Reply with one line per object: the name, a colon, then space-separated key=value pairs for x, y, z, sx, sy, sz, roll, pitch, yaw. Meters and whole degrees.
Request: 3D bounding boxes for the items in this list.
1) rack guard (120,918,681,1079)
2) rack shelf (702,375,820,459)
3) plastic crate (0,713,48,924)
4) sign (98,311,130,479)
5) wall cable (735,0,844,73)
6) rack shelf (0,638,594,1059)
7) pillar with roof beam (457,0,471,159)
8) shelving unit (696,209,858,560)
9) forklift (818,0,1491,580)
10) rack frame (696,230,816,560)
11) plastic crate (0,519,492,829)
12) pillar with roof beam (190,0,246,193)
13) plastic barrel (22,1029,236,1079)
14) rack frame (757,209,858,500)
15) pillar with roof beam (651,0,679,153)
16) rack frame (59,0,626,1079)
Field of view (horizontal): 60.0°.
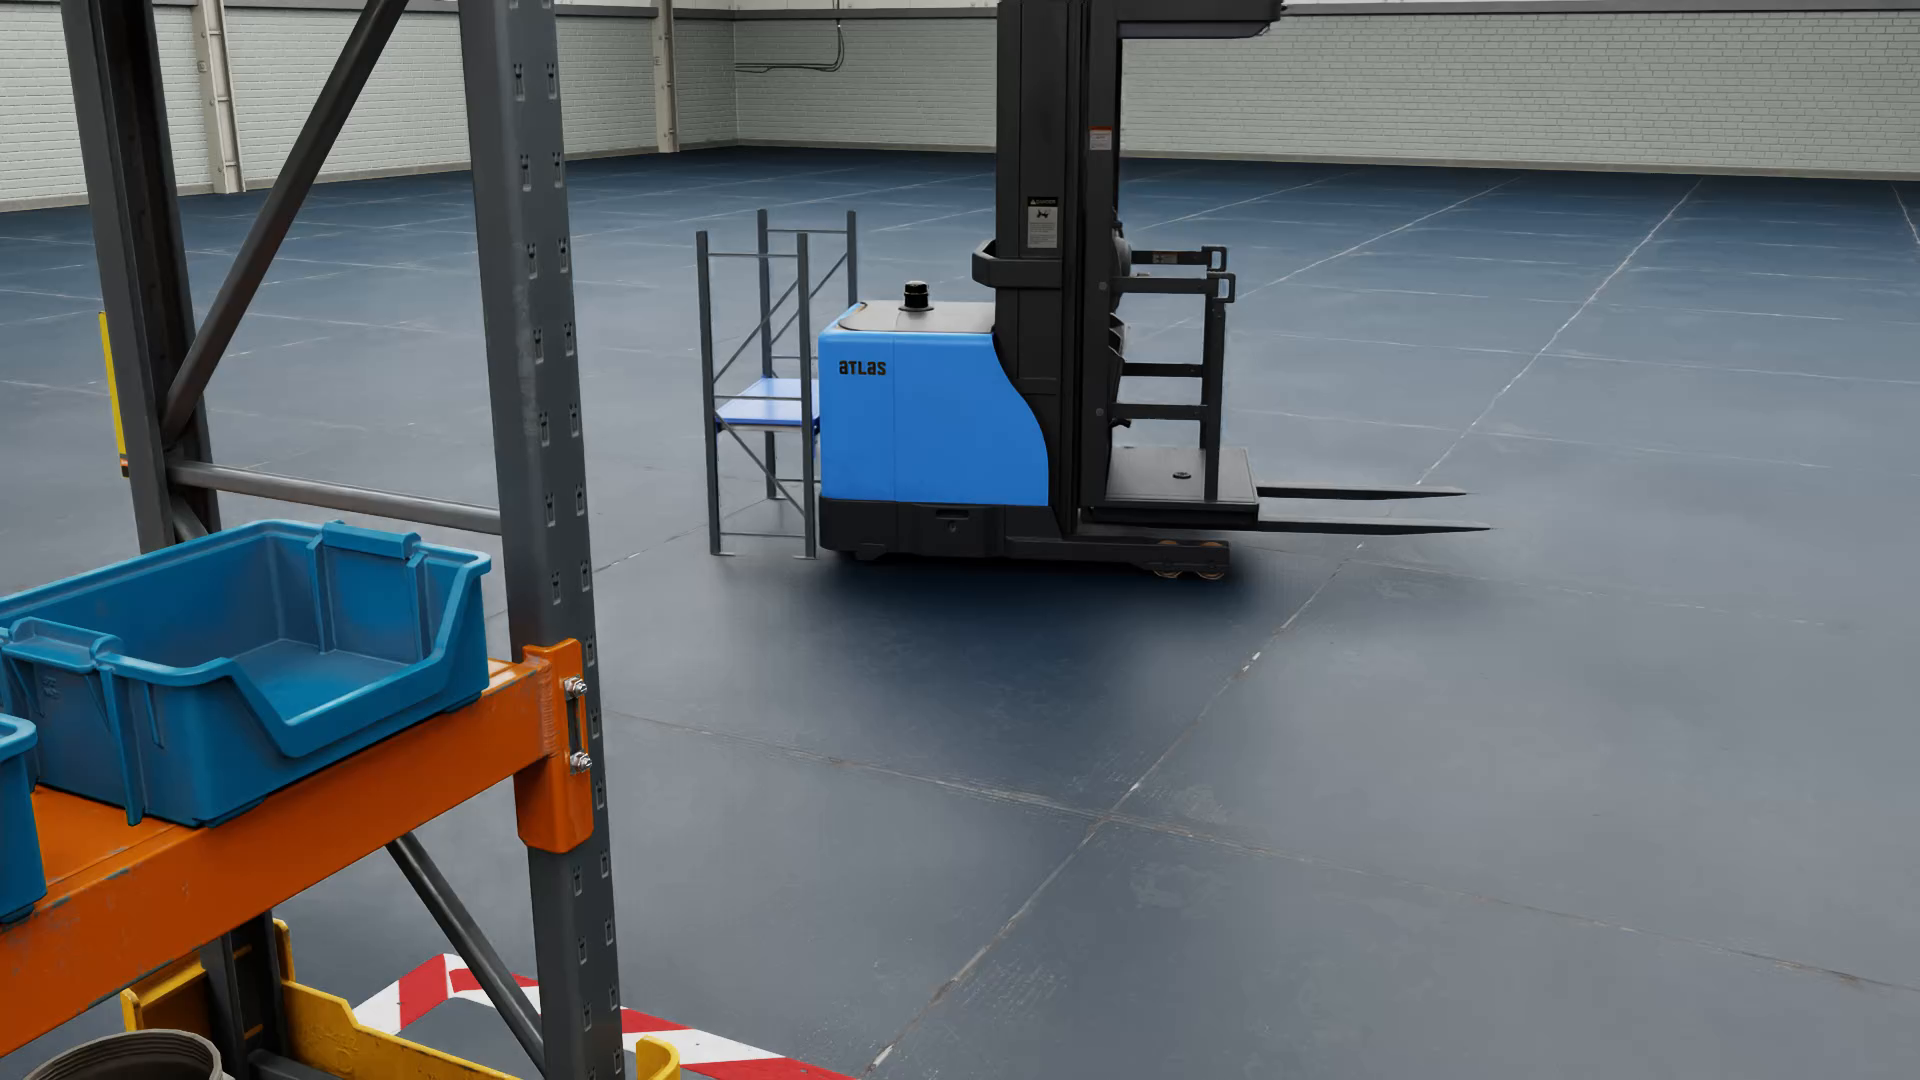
rack guard: x=-1.094 y=1.155 z=3.258 sx=1.175 sy=0.500 sz=0.348 roll=8 pitch=18 yaw=25
rack shelf: x=-0.842 y=-0.612 z=8.082 sx=0.538 sy=0.185 sz=1.000 roll=2 pitch=17 yaw=8
plastic crate: x=-1.353 y=0.333 z=1.896 sx=0.499 sy=0.251 sz=0.408 roll=8 pitch=18 yaw=25
sign: x=-1.592 y=-0.272 z=3.187 sx=0.100 sy=0.325 sz=0.005 roll=8 pitch=18 yaw=25
wall cable: x=-4.054 y=-12.138 z=38.541 sx=3.097 sy=2.526 sz=0.112 roll=8 pitch=18 yaw=25
rack shelf: x=-1.996 y=0.786 z=1.374 sx=1.077 sy=0.370 sz=4.000 roll=8 pitch=18 yaw=25
pillar with roof beam: x=-5.383 y=-10.969 z=29.149 sx=9.100 sy=9.000 sz=0.400 roll=8 pitch=18 yaw=25
shelving unit: x=-0.842 y=-0.784 z=8.030 sx=0.538 sy=1.500 sz=1.048 roll=2 pitch=17 yaw=8
forklift: x=0.904 y=-1.388 z=7.550 sx=3.031 sy=2.935 sz=1.130 roll=2 pitch=17 yaw=6
rack frame: x=-0.919 y=-0.641 z=7.549 sx=0.500 sy=1.500 sz=0.032 roll=2 pitch=17 yaw=8
plastic crate: x=-1.058 y=0.168 z=2.451 sx=0.499 sy=0.251 sz=0.616 roll=8 pitch=18 yaw=25
pillar with roof beam: x=-8.064 y=-9.440 z=24.004 sx=9.100 sy=9.000 sz=0.400 roll=8 pitch=18 yaw=25
plastic barrel: x=-1.328 y=1.100 z=2.684 sx=0.421 sy=0.512 sz=0.421 roll=0 pitch=17 yaw=0
rack frame: x=-0.765 y=-0.927 z=8.512 sx=0.500 sy=1.500 sz=0.032 roll=2 pitch=17 yaw=8
pillar with roof beam: x=-2.702 y=-12.497 z=34.295 sx=9.100 sy=9.000 sz=0.400 roll=8 pitch=18 yaw=25
rack frame: x=-1.105 y=-0.069 z=2.988 sx=0.949 sy=2.616 sz=0.053 roll=8 pitch=18 yaw=25
